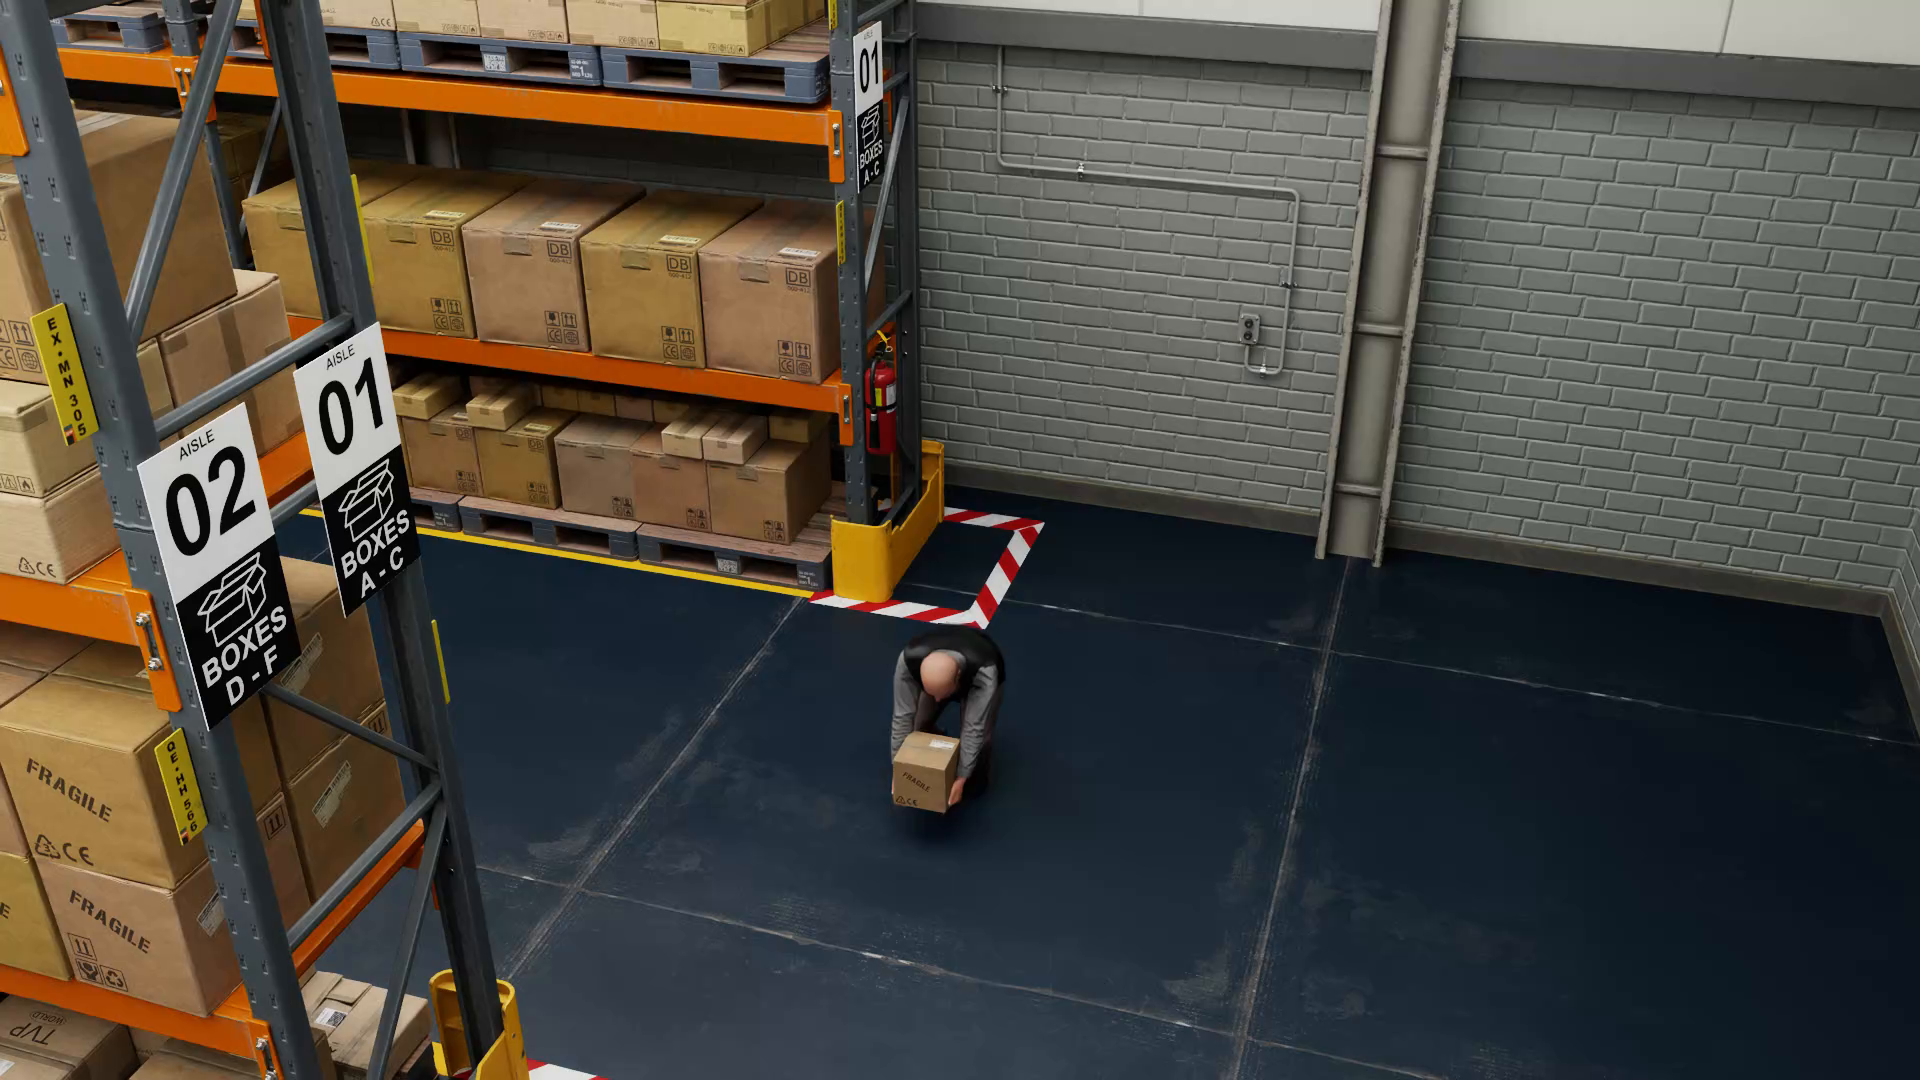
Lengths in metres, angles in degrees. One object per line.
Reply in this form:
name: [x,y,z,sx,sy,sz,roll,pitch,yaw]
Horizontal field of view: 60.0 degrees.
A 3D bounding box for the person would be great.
person: [-0.047,0.788,7.913,0.513,0.959,0.877,8,30,14]
